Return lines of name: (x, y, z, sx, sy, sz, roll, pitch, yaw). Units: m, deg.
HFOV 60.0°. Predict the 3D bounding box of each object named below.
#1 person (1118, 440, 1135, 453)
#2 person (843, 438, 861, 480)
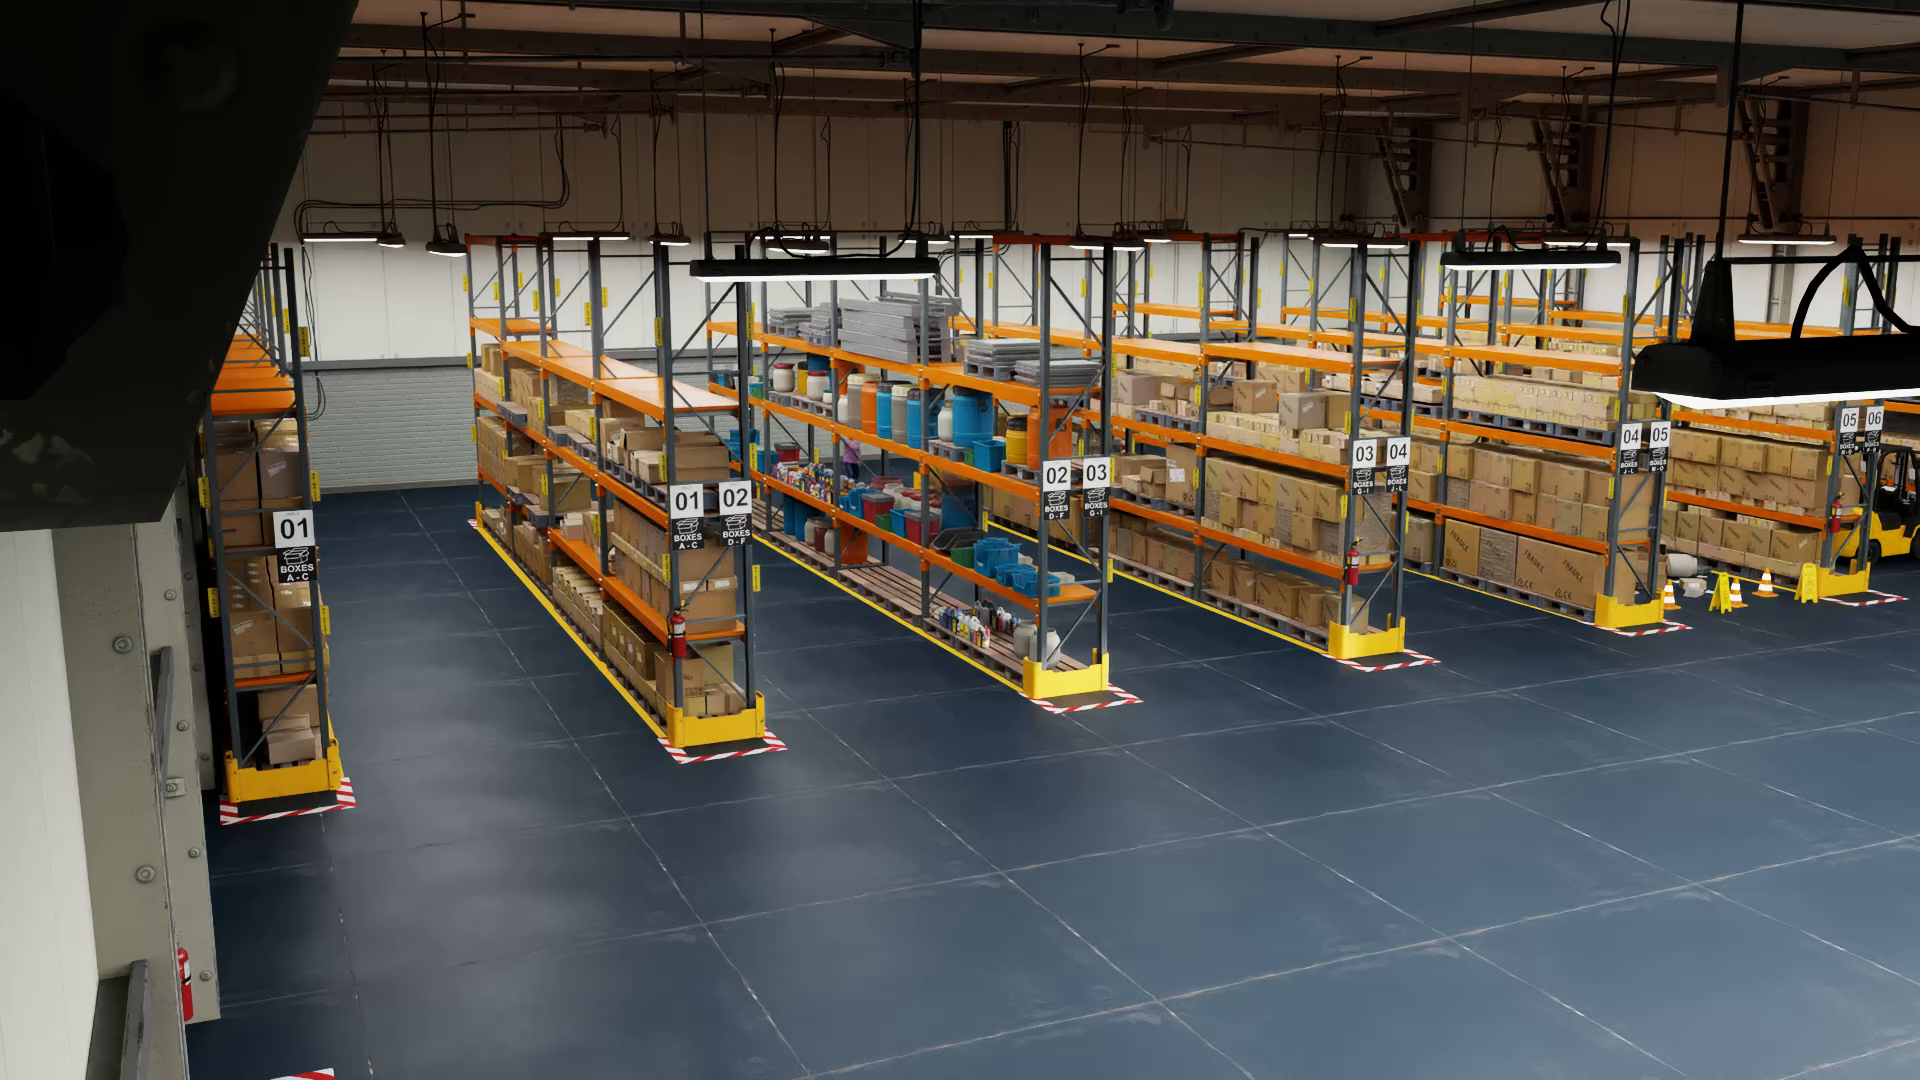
person: (3.492, -1.204, 34.668, 0.633, 1.775, 0.565, -3, 12, -17)
person: (-2.504, -1.797, 38.248, 0.421, 1.548, 0.768, -5, 12, -25)
